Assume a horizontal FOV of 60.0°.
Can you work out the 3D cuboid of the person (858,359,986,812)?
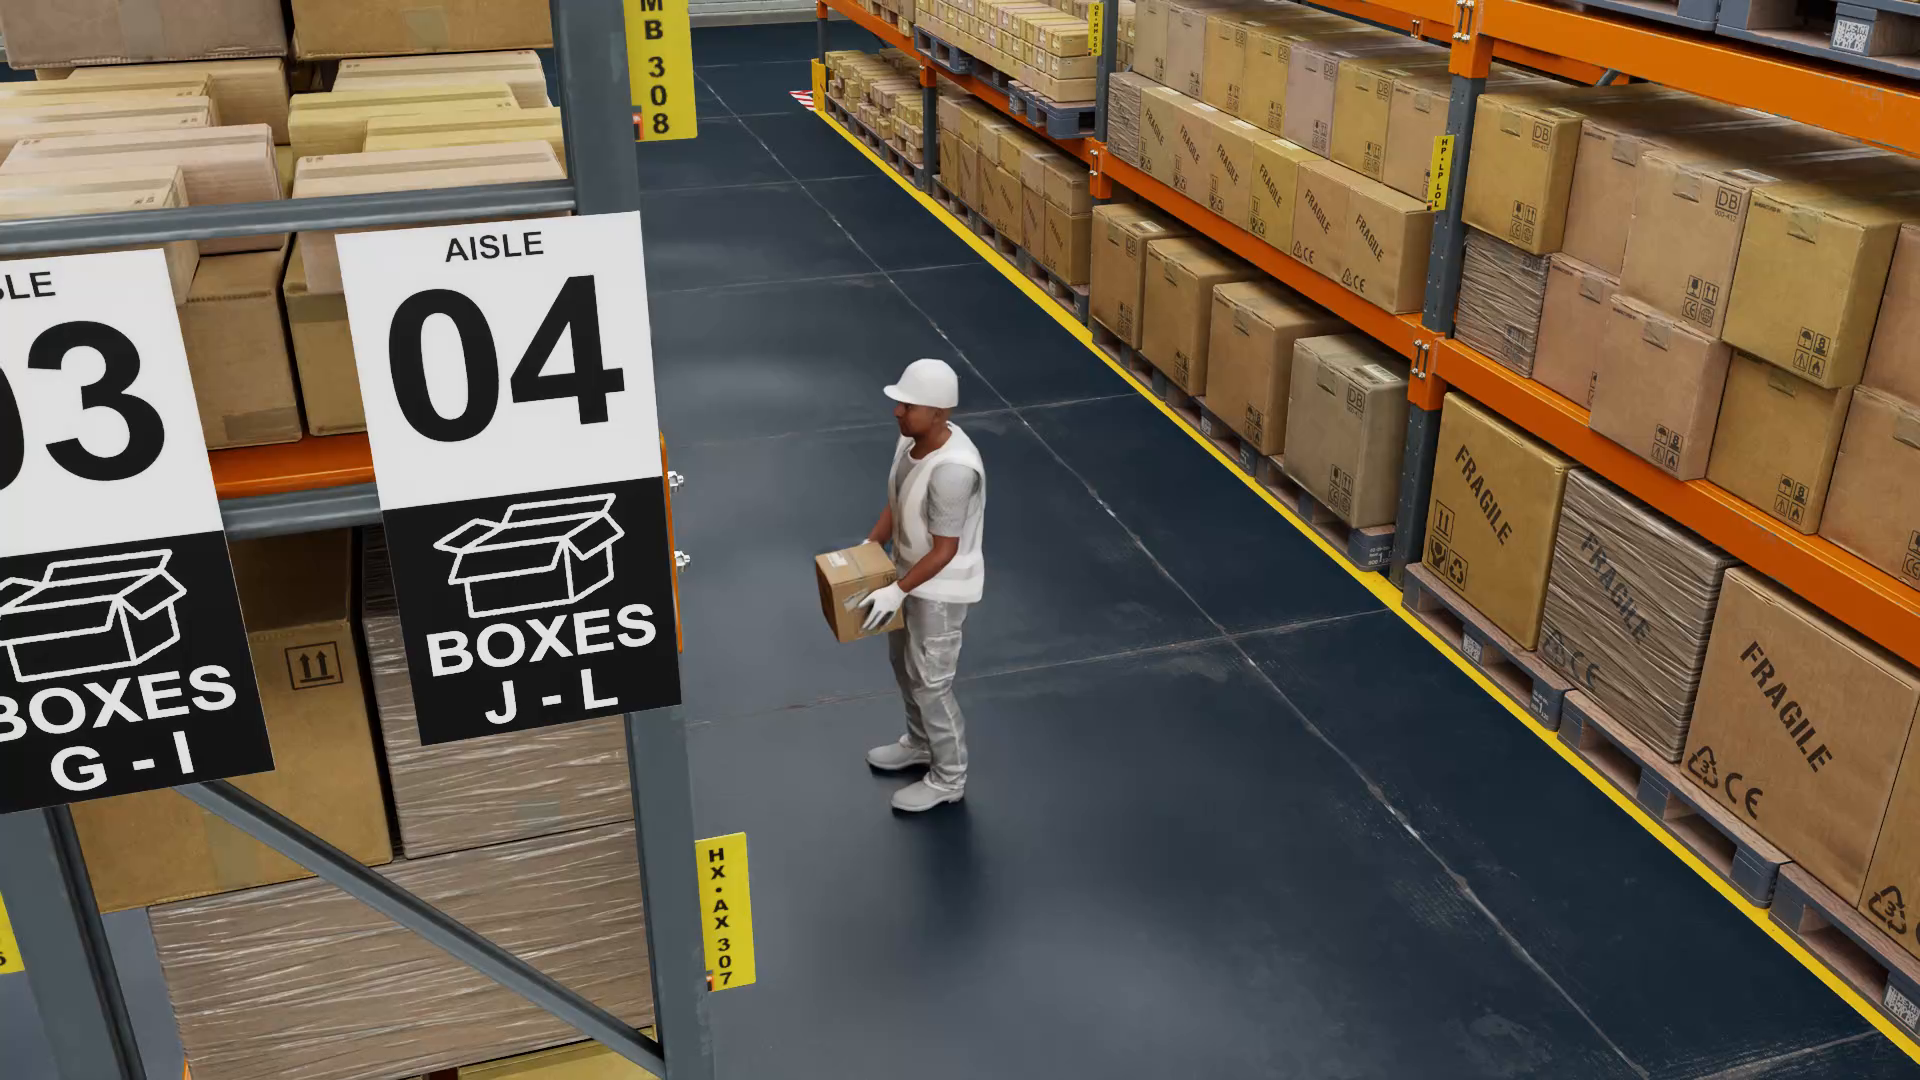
[{"bbox_3d":[-0.178,0.176,6.227,0.502,1.788,0.546,-8,27,-17],"label":"person"}]
